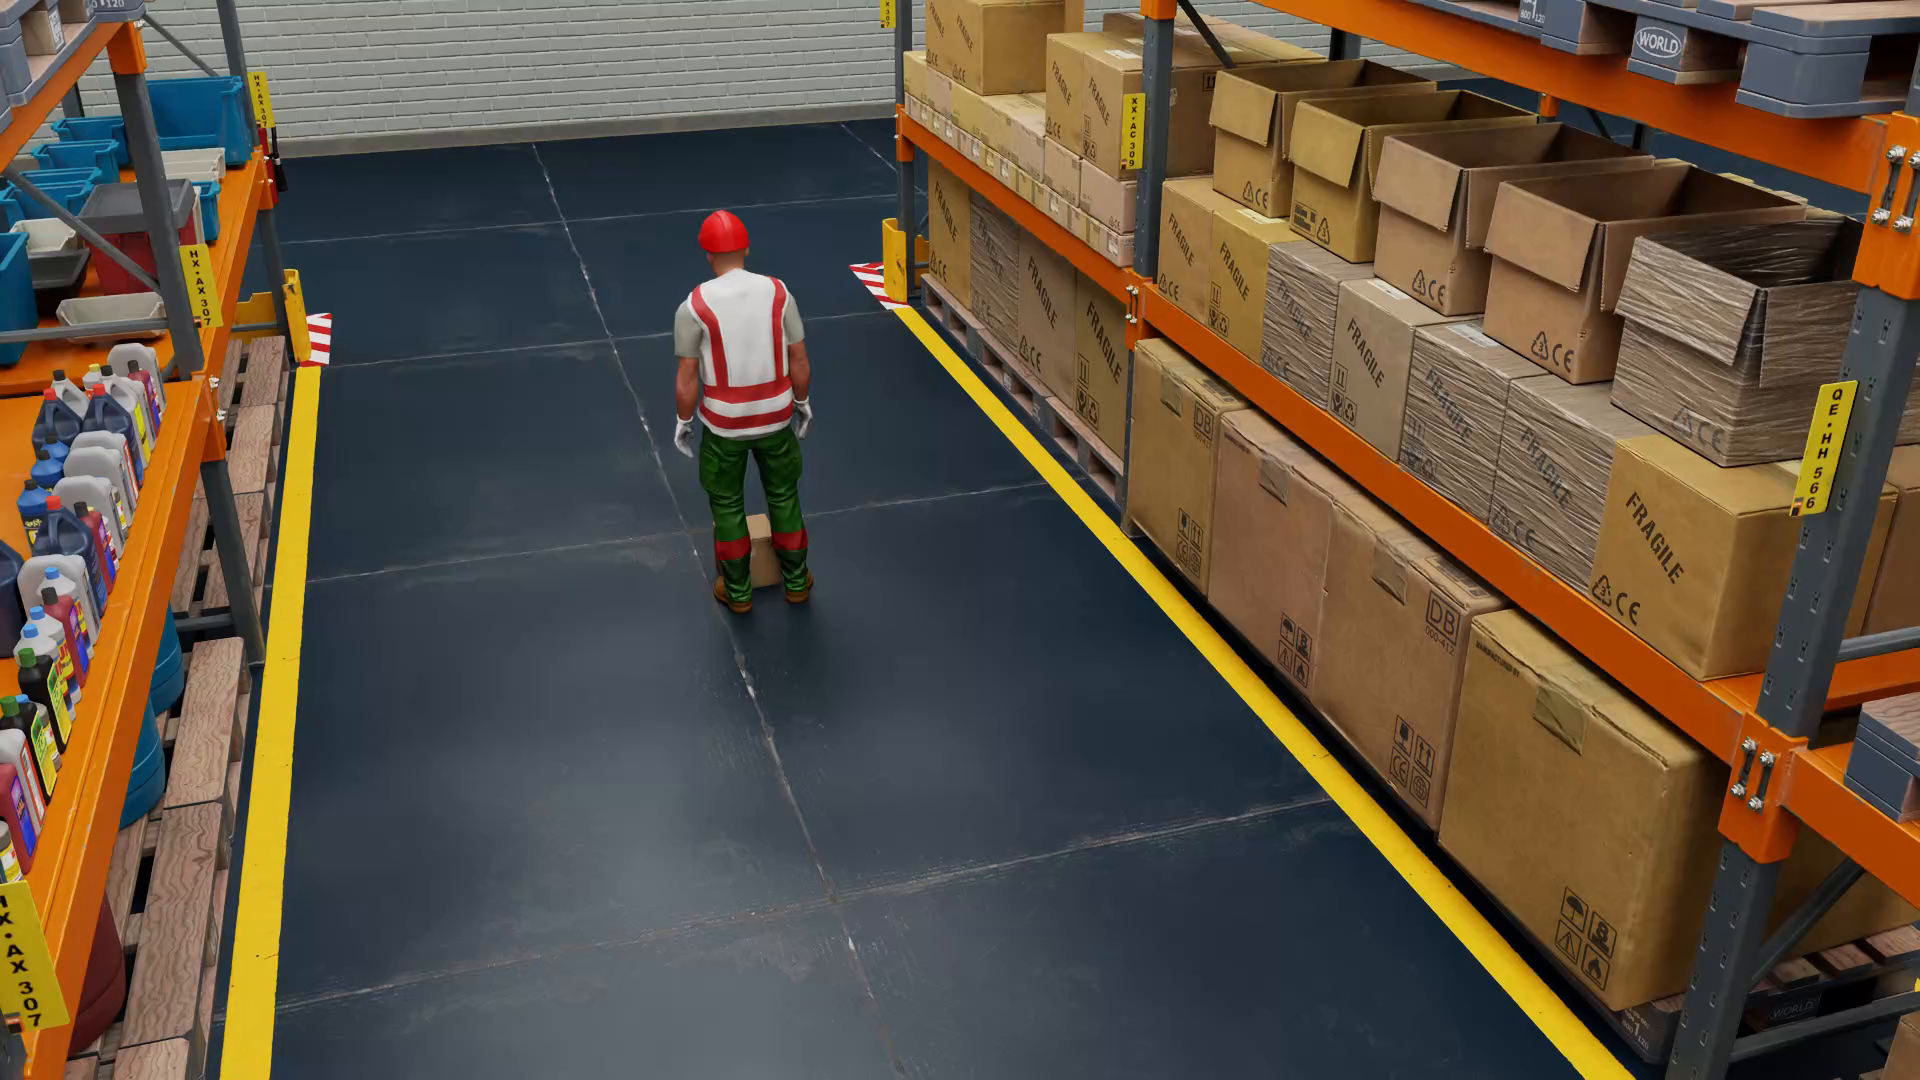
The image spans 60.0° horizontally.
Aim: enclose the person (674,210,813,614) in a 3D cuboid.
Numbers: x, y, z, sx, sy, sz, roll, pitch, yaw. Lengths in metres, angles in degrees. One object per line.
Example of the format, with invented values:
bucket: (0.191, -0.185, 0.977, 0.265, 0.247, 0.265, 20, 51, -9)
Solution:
person: (-0.933, -0.531, 7.180, 0.619, 1.779, 0.449, -10, 28, -19)
